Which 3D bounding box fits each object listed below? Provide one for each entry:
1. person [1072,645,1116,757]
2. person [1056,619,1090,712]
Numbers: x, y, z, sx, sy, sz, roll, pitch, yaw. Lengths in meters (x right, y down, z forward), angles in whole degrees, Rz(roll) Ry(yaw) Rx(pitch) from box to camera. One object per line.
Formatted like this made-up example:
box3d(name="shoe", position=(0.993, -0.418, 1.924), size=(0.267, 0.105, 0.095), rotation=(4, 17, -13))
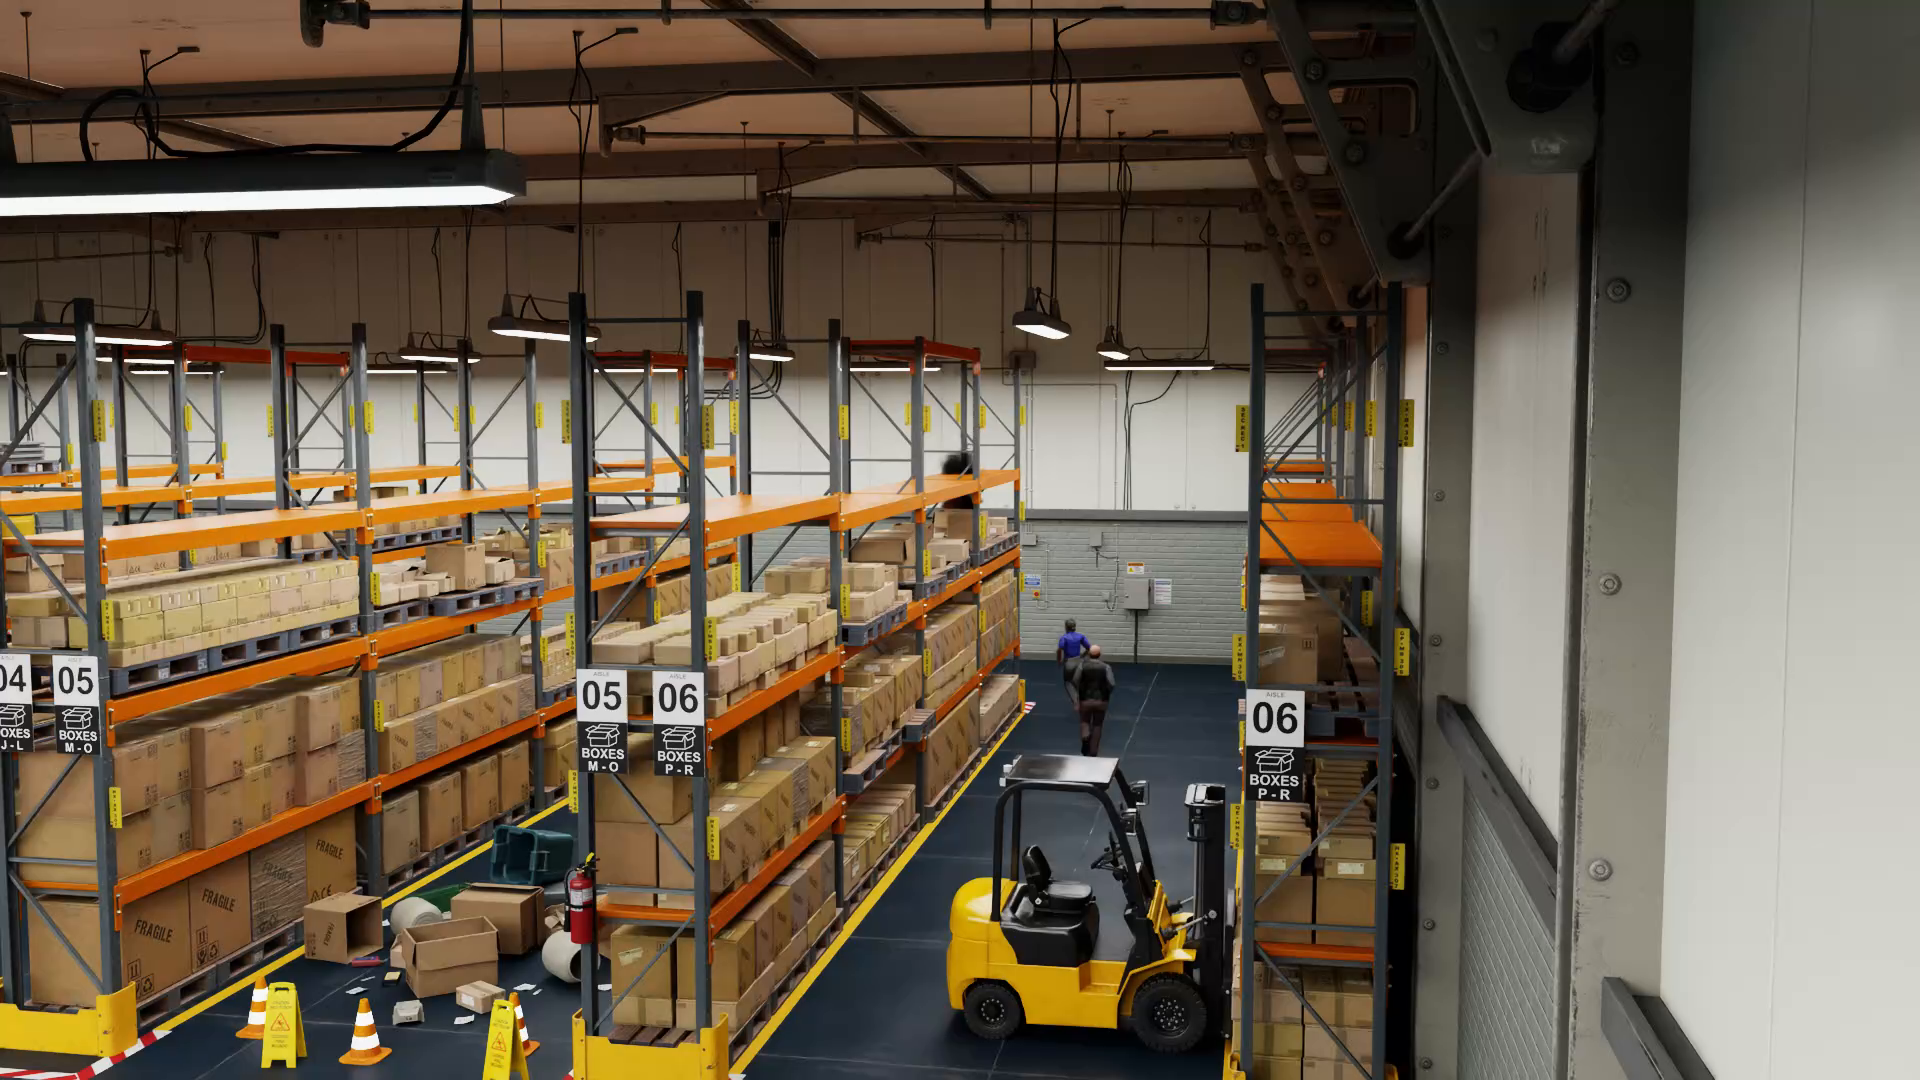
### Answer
box3d(name="person", position=(1.958, 2.368, 24.347), size=(0.644, 1.677, 0.580), rotation=(0, 5, 6))
box3d(name="person", position=(1.879, 2.116, 27.935), size=(0.640, 1.608, 0.598), rotation=(-1, 5, -12))
